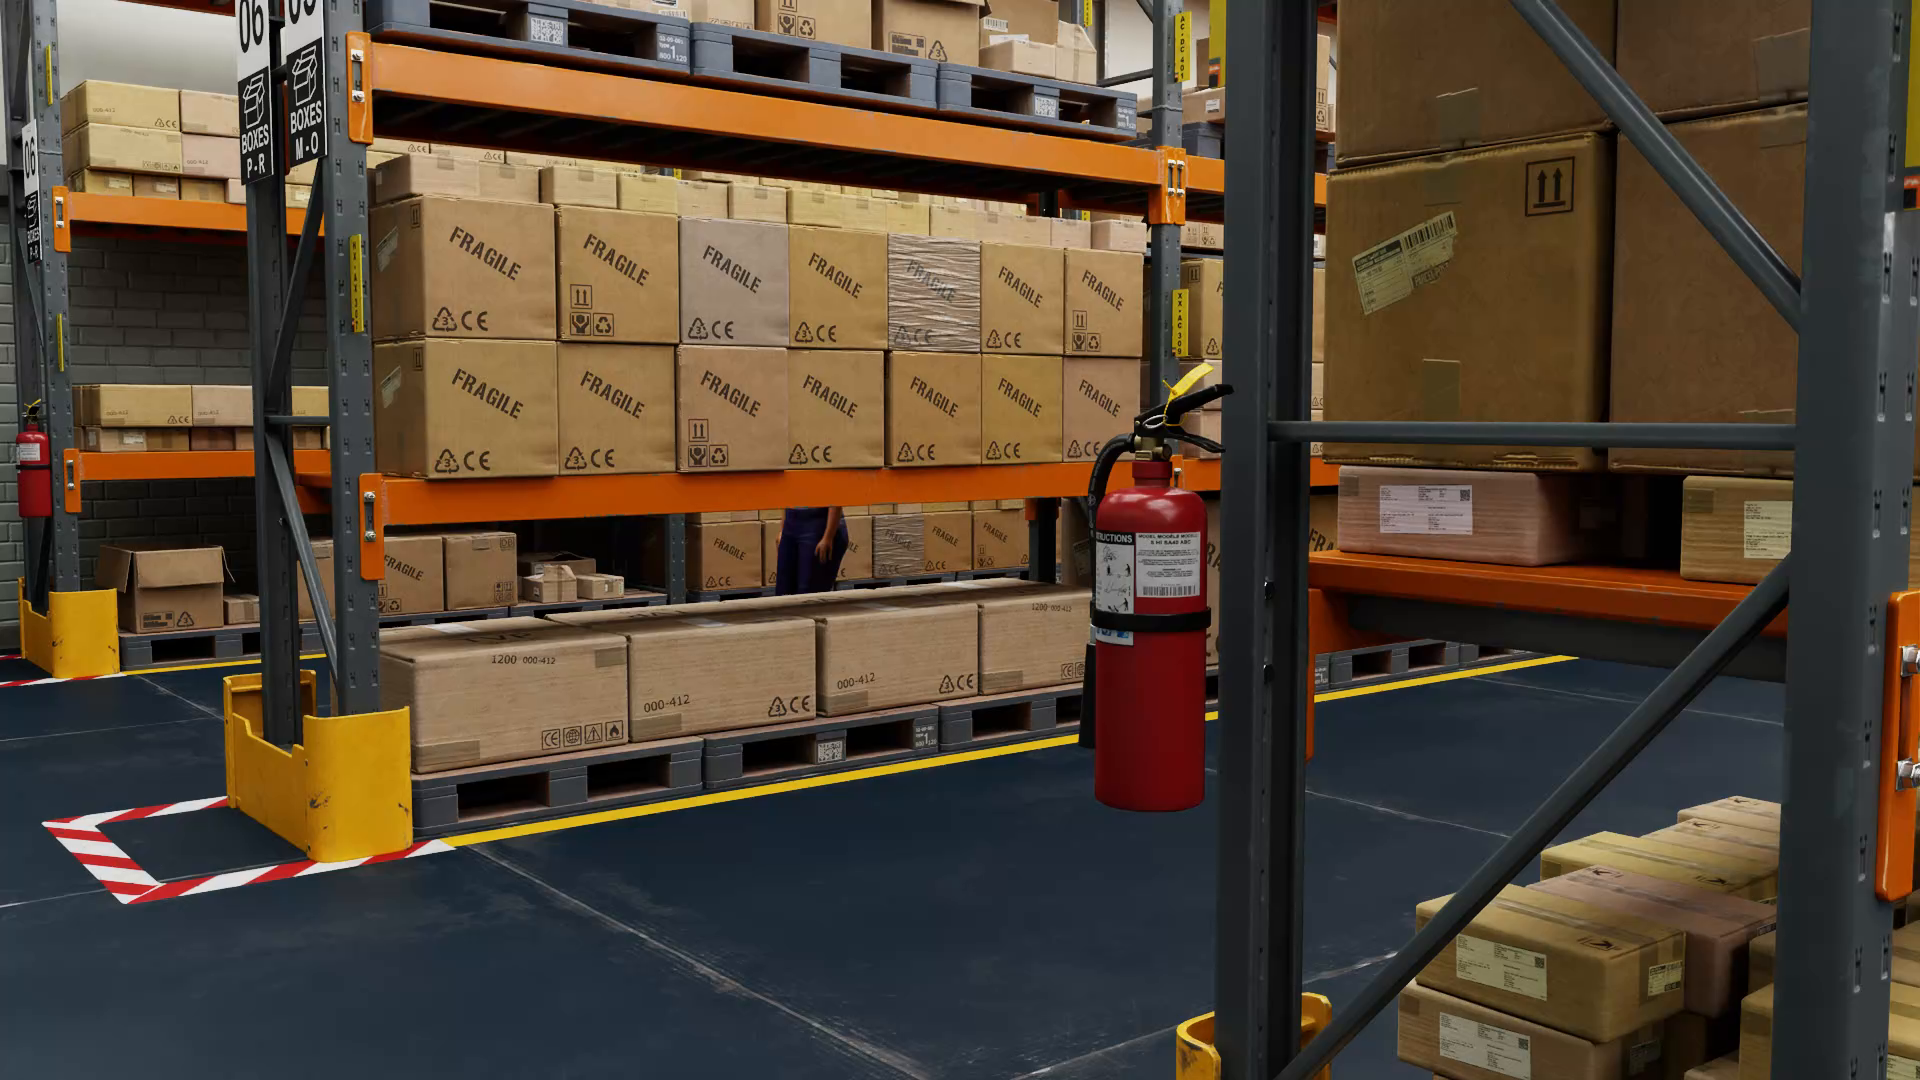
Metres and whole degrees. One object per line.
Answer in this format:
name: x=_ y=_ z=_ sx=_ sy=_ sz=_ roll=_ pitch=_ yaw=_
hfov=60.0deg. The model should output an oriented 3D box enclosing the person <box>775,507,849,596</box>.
person: x=-0.872 y=-0.006 z=9.380 sx=0.415 sy=1.652 sz=0.537 roll=-3 pitch=6 yaw=-38
